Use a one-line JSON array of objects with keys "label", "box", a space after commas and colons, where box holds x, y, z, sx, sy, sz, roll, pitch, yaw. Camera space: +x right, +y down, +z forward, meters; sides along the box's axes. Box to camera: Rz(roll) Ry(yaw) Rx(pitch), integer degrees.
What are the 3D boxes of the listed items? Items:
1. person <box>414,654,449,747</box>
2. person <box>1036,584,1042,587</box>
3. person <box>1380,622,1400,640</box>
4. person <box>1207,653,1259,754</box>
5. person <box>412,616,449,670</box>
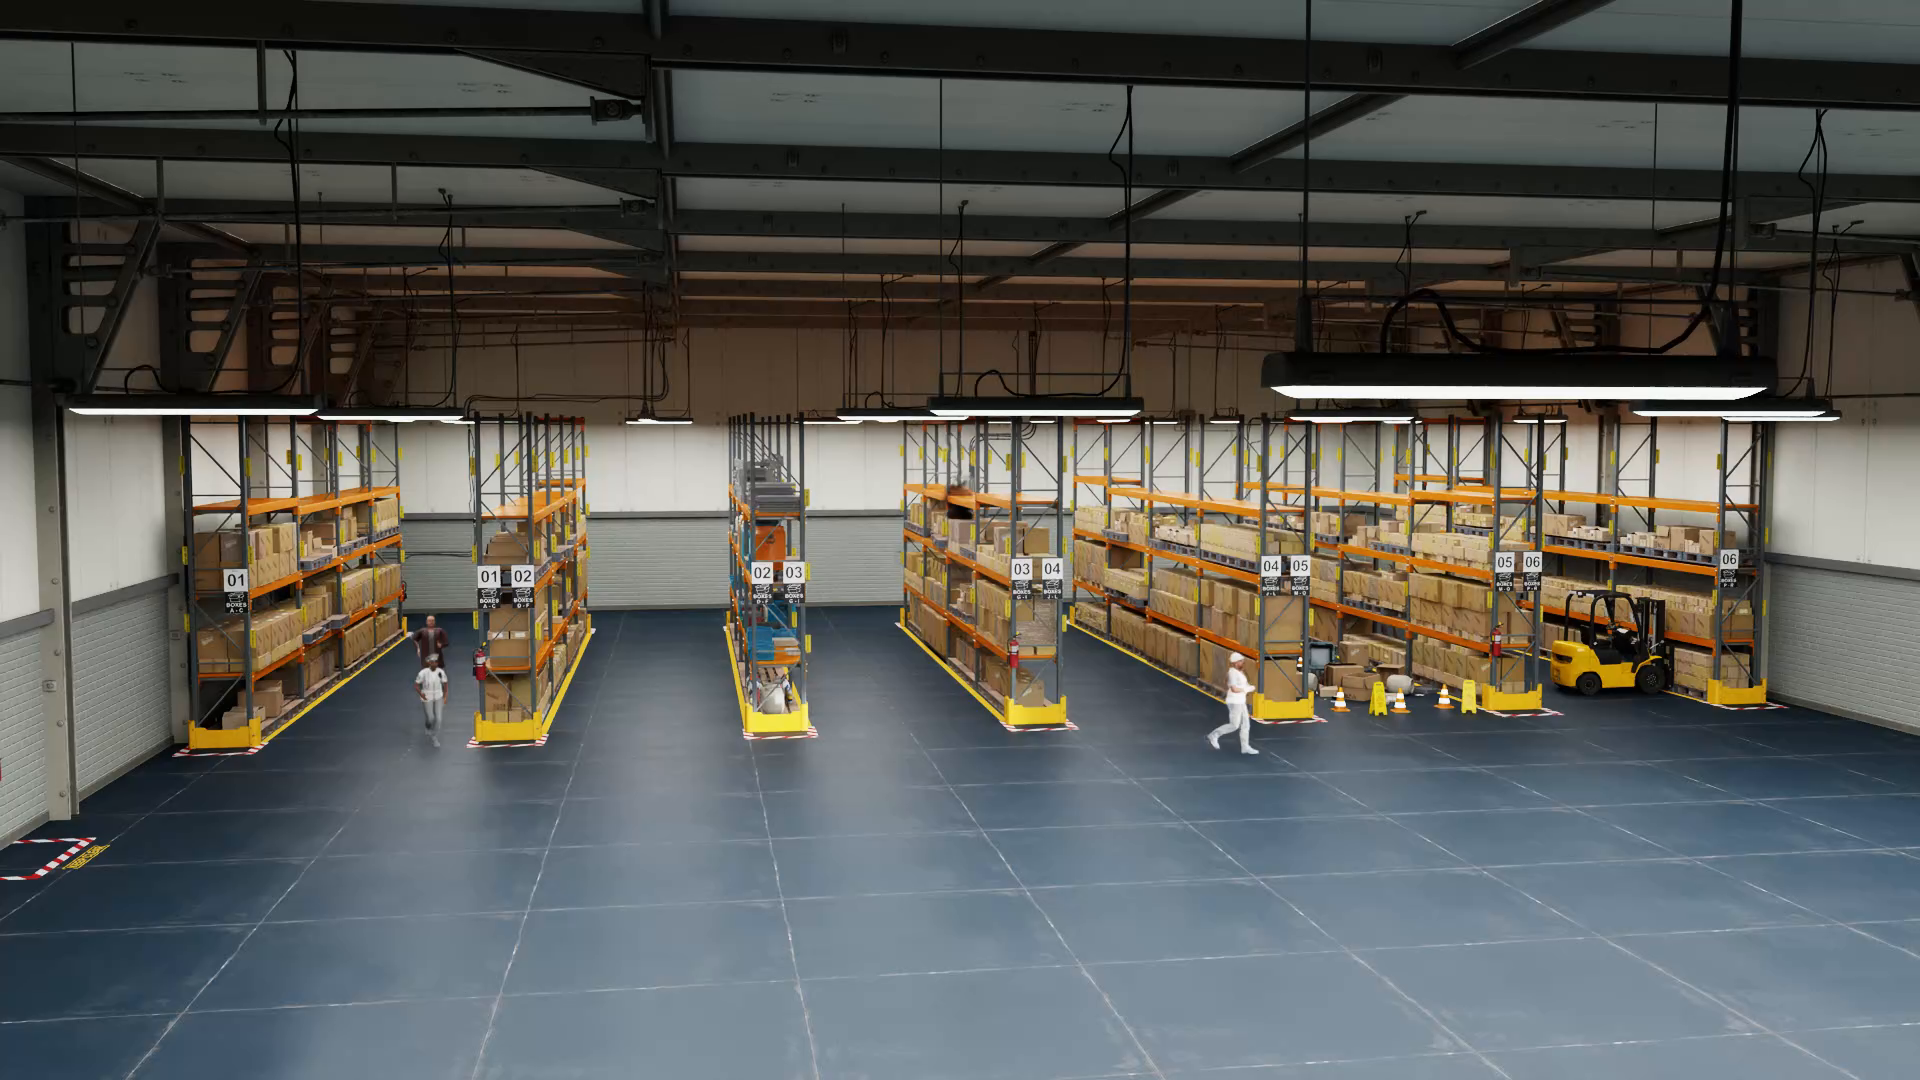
[{"label": "person", "box": [-9.508, 2.870, 29.965, 0.610, 1.670, 0.523, -2, 4, -29]}, {"label": "person", "box": [2.260, 1.671, 46.460, 0.741, 1.776, 1.072, 0, 4, -7]}, {"label": "person", "box": [11.289, 1.892, 43.599, 0.641, 1.770, 0.740, -1, 4, -13]}, {"label": "person", "box": [4.786, 2.846, 29.057, 0.896, 1.765, 0.696, 1, 4, 20]}, {"label": "person", "box": [-11.104, 2.466, 34.932, 0.719, 1.752, 0.975, -2, 4, -23]}]
